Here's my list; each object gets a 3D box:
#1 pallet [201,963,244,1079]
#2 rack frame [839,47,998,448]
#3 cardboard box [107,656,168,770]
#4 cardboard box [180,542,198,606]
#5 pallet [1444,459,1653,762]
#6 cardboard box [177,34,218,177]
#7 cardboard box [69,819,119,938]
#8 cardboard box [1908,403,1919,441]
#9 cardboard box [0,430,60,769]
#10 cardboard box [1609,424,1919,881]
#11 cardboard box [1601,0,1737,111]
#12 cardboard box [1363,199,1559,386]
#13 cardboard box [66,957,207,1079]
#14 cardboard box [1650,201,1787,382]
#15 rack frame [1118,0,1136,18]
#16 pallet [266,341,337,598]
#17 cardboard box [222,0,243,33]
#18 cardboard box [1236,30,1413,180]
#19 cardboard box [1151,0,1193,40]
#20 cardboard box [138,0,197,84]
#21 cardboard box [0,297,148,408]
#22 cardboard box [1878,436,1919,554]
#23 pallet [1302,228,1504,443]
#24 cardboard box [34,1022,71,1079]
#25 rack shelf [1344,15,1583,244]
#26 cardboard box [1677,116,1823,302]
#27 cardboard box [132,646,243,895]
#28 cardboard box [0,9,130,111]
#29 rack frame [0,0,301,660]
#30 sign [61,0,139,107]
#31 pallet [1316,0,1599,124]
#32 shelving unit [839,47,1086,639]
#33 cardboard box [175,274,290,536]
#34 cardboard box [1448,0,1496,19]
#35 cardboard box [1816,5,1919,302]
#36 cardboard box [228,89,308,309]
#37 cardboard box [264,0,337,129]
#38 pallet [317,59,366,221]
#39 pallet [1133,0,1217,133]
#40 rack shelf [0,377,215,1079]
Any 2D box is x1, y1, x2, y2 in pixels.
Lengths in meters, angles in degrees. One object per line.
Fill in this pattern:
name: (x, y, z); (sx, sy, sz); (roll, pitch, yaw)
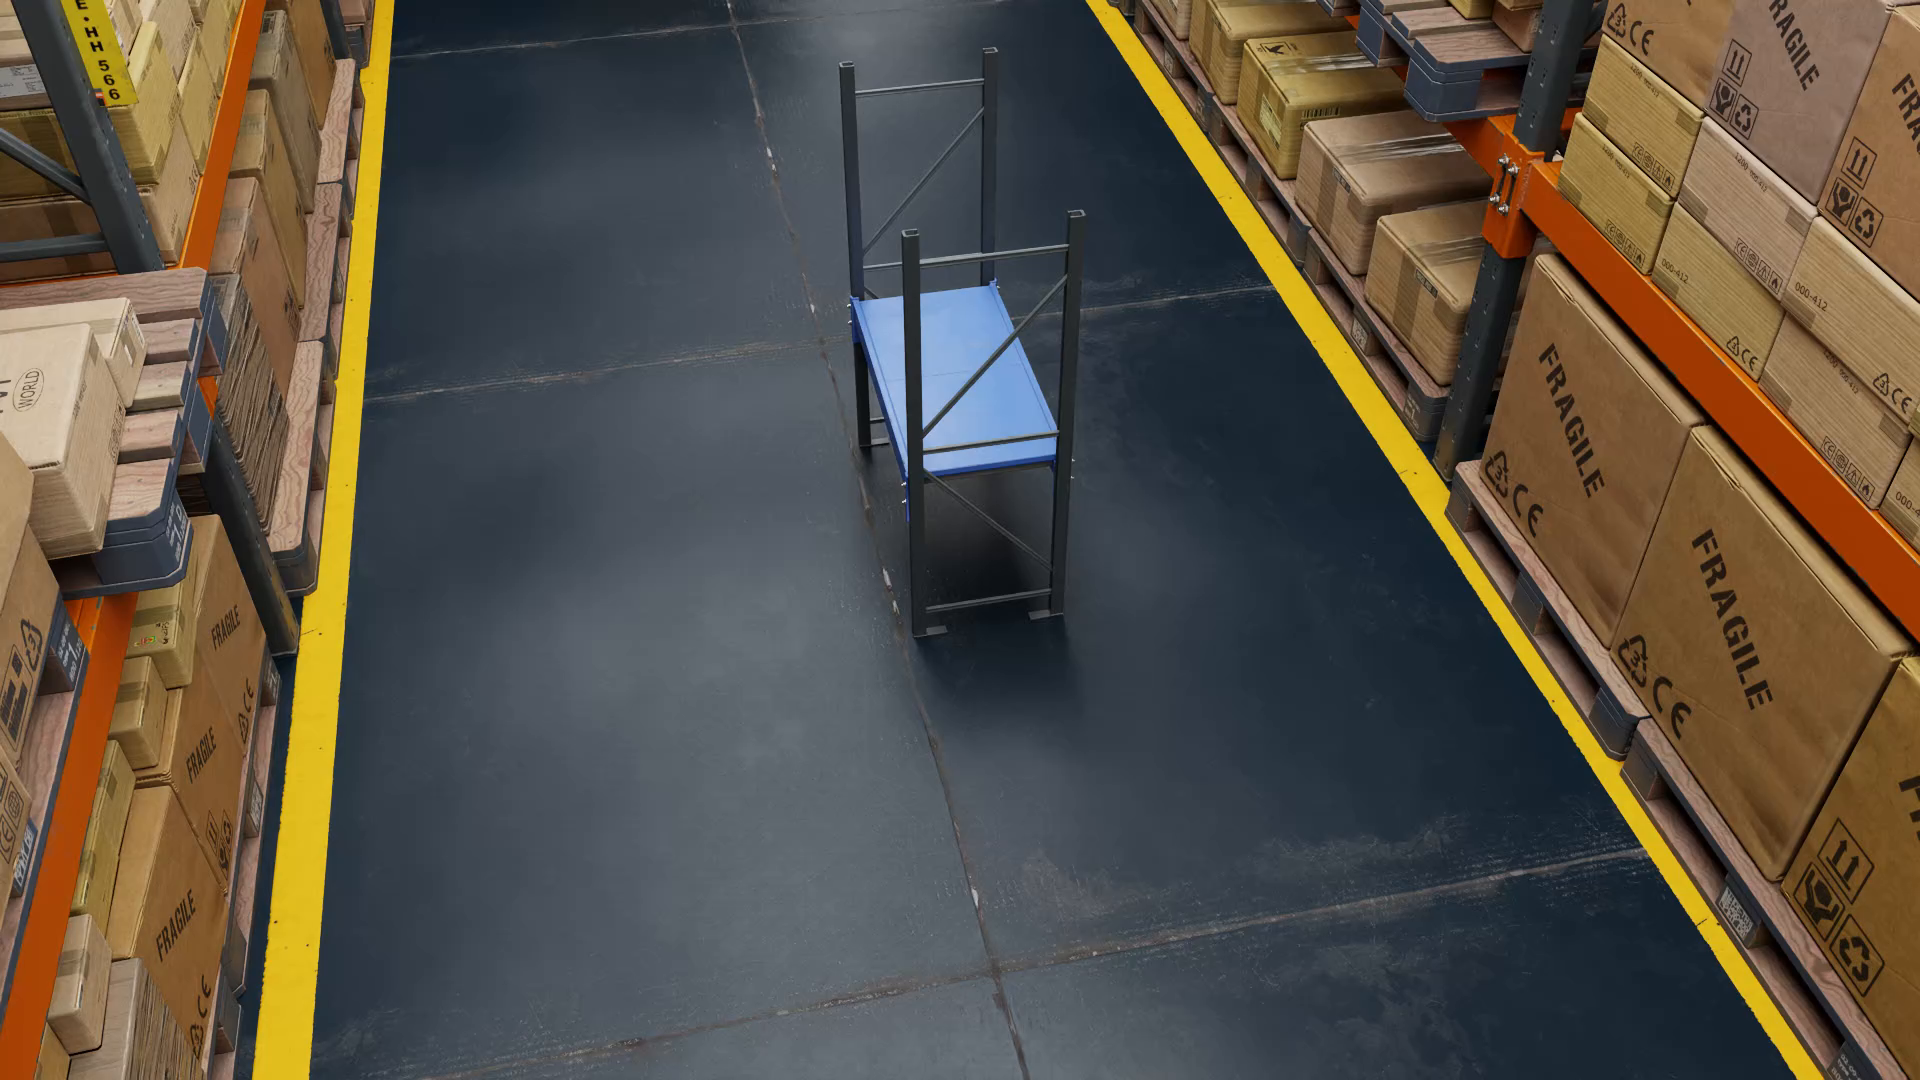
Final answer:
pallet: (-2.241, 1.602, 3.786); (1.003, 0.211, 1.213); (-8, 42, -9)
rack frame: (-0.128, -0.946, 5.686); (0.500, 1.500, 0.032); (-8, 42, -9)
cardboard box: (-2.168, 0.449, 4.062); (0.380, 0.149, 0.250); (-10, 43, -11)
cardboard box: (-2.271, 0.100, 4.456); (0.380, 0.149, 0.250); (-10, 43, -11)
pallet: (2.317, 0.132, 5.442); (1.003, 0.211, 1.213); (-8, 42, -9)
cardboard box: (-2.586, -1.312, 5.082); (0.500, 0.250, 0.500); (-9, 42, -10)
cardboard box: (-2.101, 0.789, 3.680); (0.380, 0.149, 0.250); (-9, 42, -10)
cardboard box: (2.391, -0.209, 3.462); (0.500, 0.250, 0.500); (-8, 42, -9)
cardboard box: (-2.092, 0.117, 2.965); (0.797, 0.503, 0.637); (-9, 42, -10)
cardboard box: (2.477, 0.243, 4.501); (0.875, 0.875, 0.875); (-8, 42, -9)
cardboard box: (2.088, -1.489, 4.340); (0.500, 0.500, 0.500); (-10, 43, -11)
cardboard box: (2.108, -0.975, 6.252); (0.950, 0.372, 0.625); (-11, 43, -12)
cardboard box: (-1.980, 1.301, 3.592); (0.500, 0.500, 0.500); (-10, 43, -11)
cardboard box: (2.209, -0.693, 4.384); (0.500, 0.250, 0.500); (-9, 42, -11)
rack frame: (1.357, -4.026, 8.025); (1.000, 3.000, 0.127); (-8, 42, -9)
pallet: (-2.765, -0.215, 5.834); (1.003, 0.211, 1.213); (-8, 42, -9)
cardboard box: (-2.814, -1.982, 5.836); (0.500, 0.250, 0.500); (-7, 42, -8)
cardboard box: (1.783, -1.944, 7.344); (0.950, 0.372, 0.625); (-7, 42, -8)
cardboard box: (1.473, -2.860, 8.376); (0.950, 0.372, 0.625); (-8, 42, -9)
cardboard box: (-2.589, -1.497, 4.914); (0.500, 0.250, 0.500); (-7, 42, -8)
cardboard box: (-2.109, -0.411, 3.827); (0.380, 0.149, 0.250); (-8, 42, -8)
cardboard box: (2.426, -0.033, 3.640); (0.500, 0.250, 0.500); (-8, 42, -9)
pallet: (2.053, -0.897, 6.601); (1.003, 0.211, 1.213); (-8, 42, -9)
cardboard box: (-2.009, 1.130, 3.295); (0.380, 0.149, 0.250); (-8, 42, -9)
rack shelf: (1.789, -2.460, 6.804); (1.077, 0.370, 4.000); (-8, 42, -9)
cardboard box: (2.199, -0.865, 4.201); (0.500, 0.250, 0.500); (-7, 42, -8)
cardboard box: (-2.226, 0.628, 4.350); (0.500, 0.500, 0.500); (-9, 42, -10)
cardboard box: (-2.407, -1.248, 4.332); (0.380, 0.149, 0.250); (-7, 42, -8)
rack frame: (-2.625, -0.719, 4.301); (1.000, 3.000, 0.127); (-8, 42, -9)
sign: (-2.097, -1.206, 4.037); (0.100, 0.325, 0.005); (-8, 42, -9)
pallet: (1.963, -1.808, 5.671); (1.213, 0.211, 1.003); (-8, 42, -9)
shelving unit: (-0.018, -0.616, 5.314); (0.538, 1.500, 1.048); (-8, 42, -9)
cardboard box: (-2.747, -0.394, 5.407); (0.875, 0.625, 0.625); (-7, 42, -8)
cardboard box: (1.792, -1.838, 5.434); (0.380, 0.149, 0.250); (-8, 42, -9)
cardboard box: (2.301, -0.832, 3.599); (0.500, 0.500, 0.500); (-7, 42, -8)
cardboard box: (-3.041, -1.253, 6.375); (0.875, 0.625, 0.625); (-10, 43, -11)
cardboard box: (-3.365, -2.244, 7.491); (0.875, 0.625, 0.625); (-7, 42, -7)
pallet: (-3.292, -1.797, 7.615); (1.003, 0.211, 1.213); (-8, 42, -9)
pallet: (1.527, -2.478, 8.383); (1.003, 0.211, 1.213); (-8, 42, -9)
rack shelf: (-2.194, 0.846, 3.079); (1.077, 0.370, 4.000); (-8, 42, -9)
